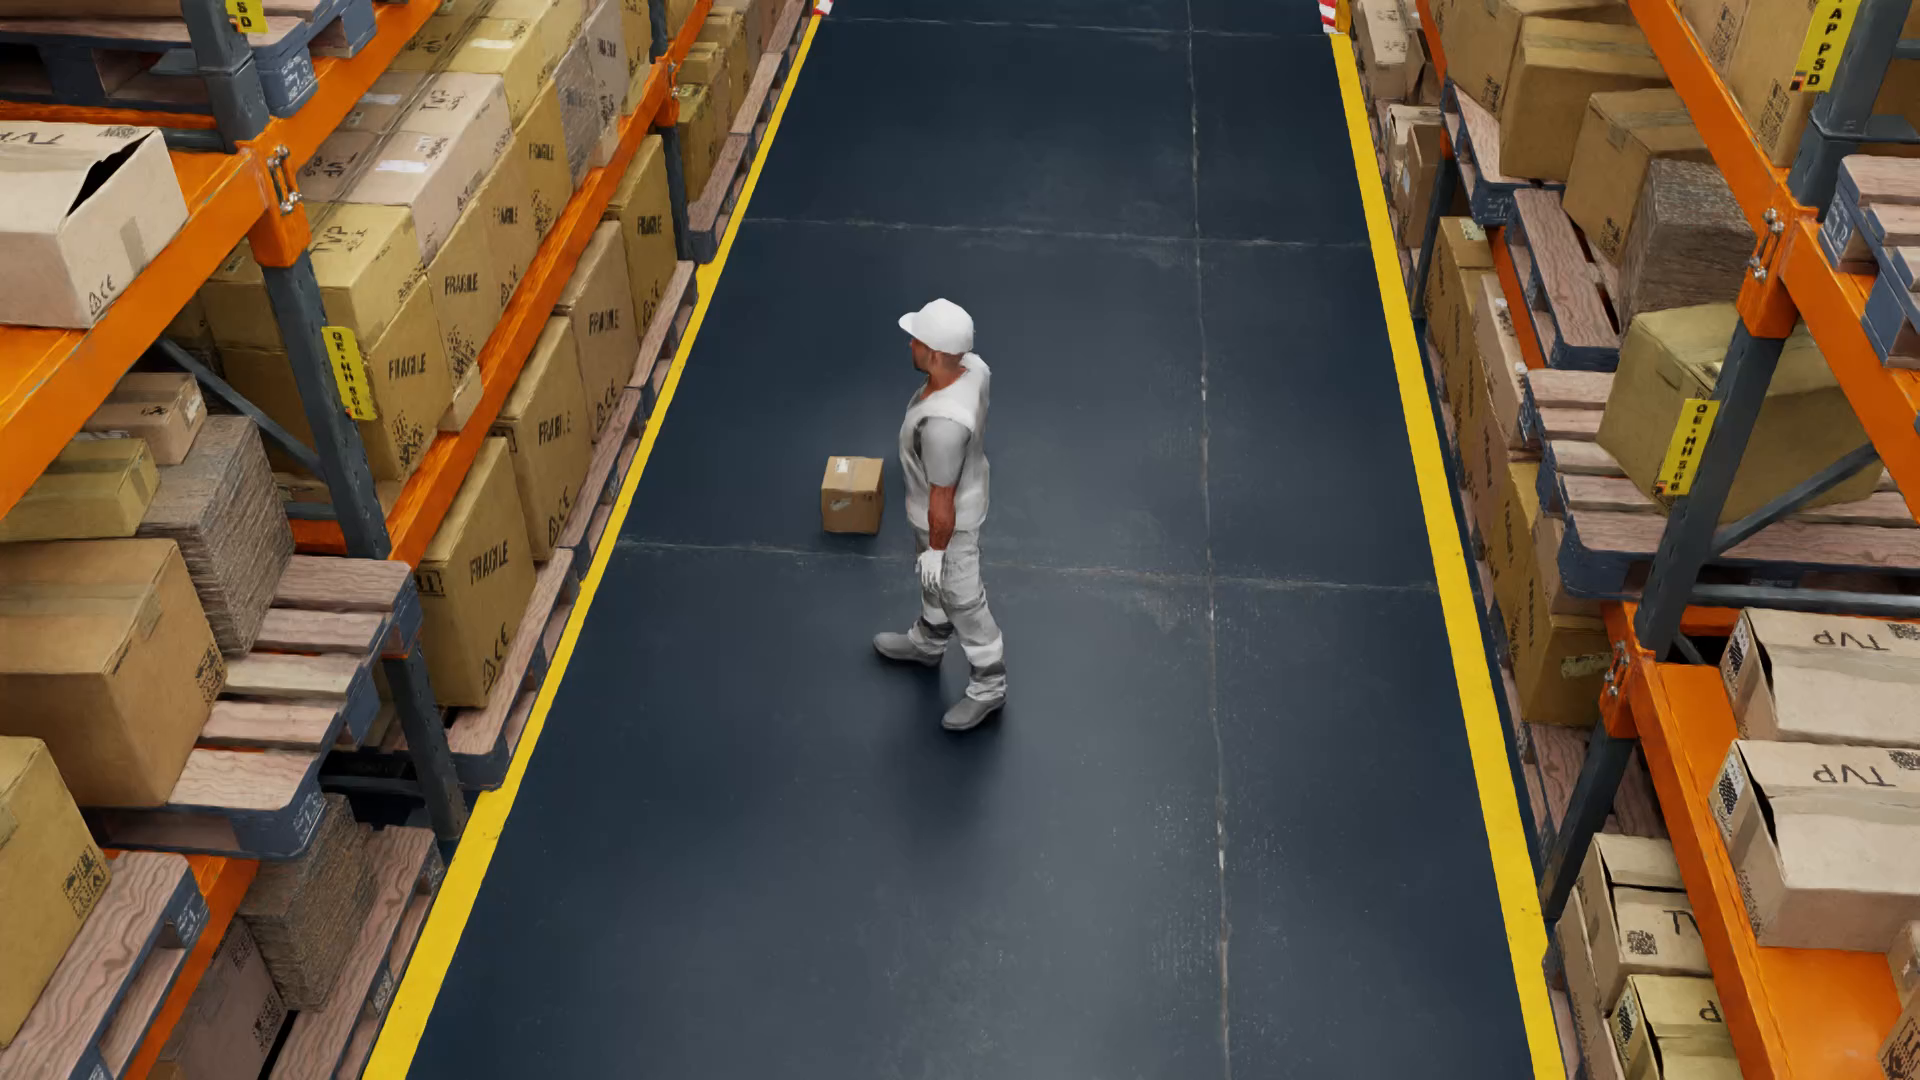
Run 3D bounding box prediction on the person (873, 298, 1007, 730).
[{"bbox_3d":[-0.087,-0.139,6.284,0.582,1.792,0.725,4,40,5],"label":"person"}]
